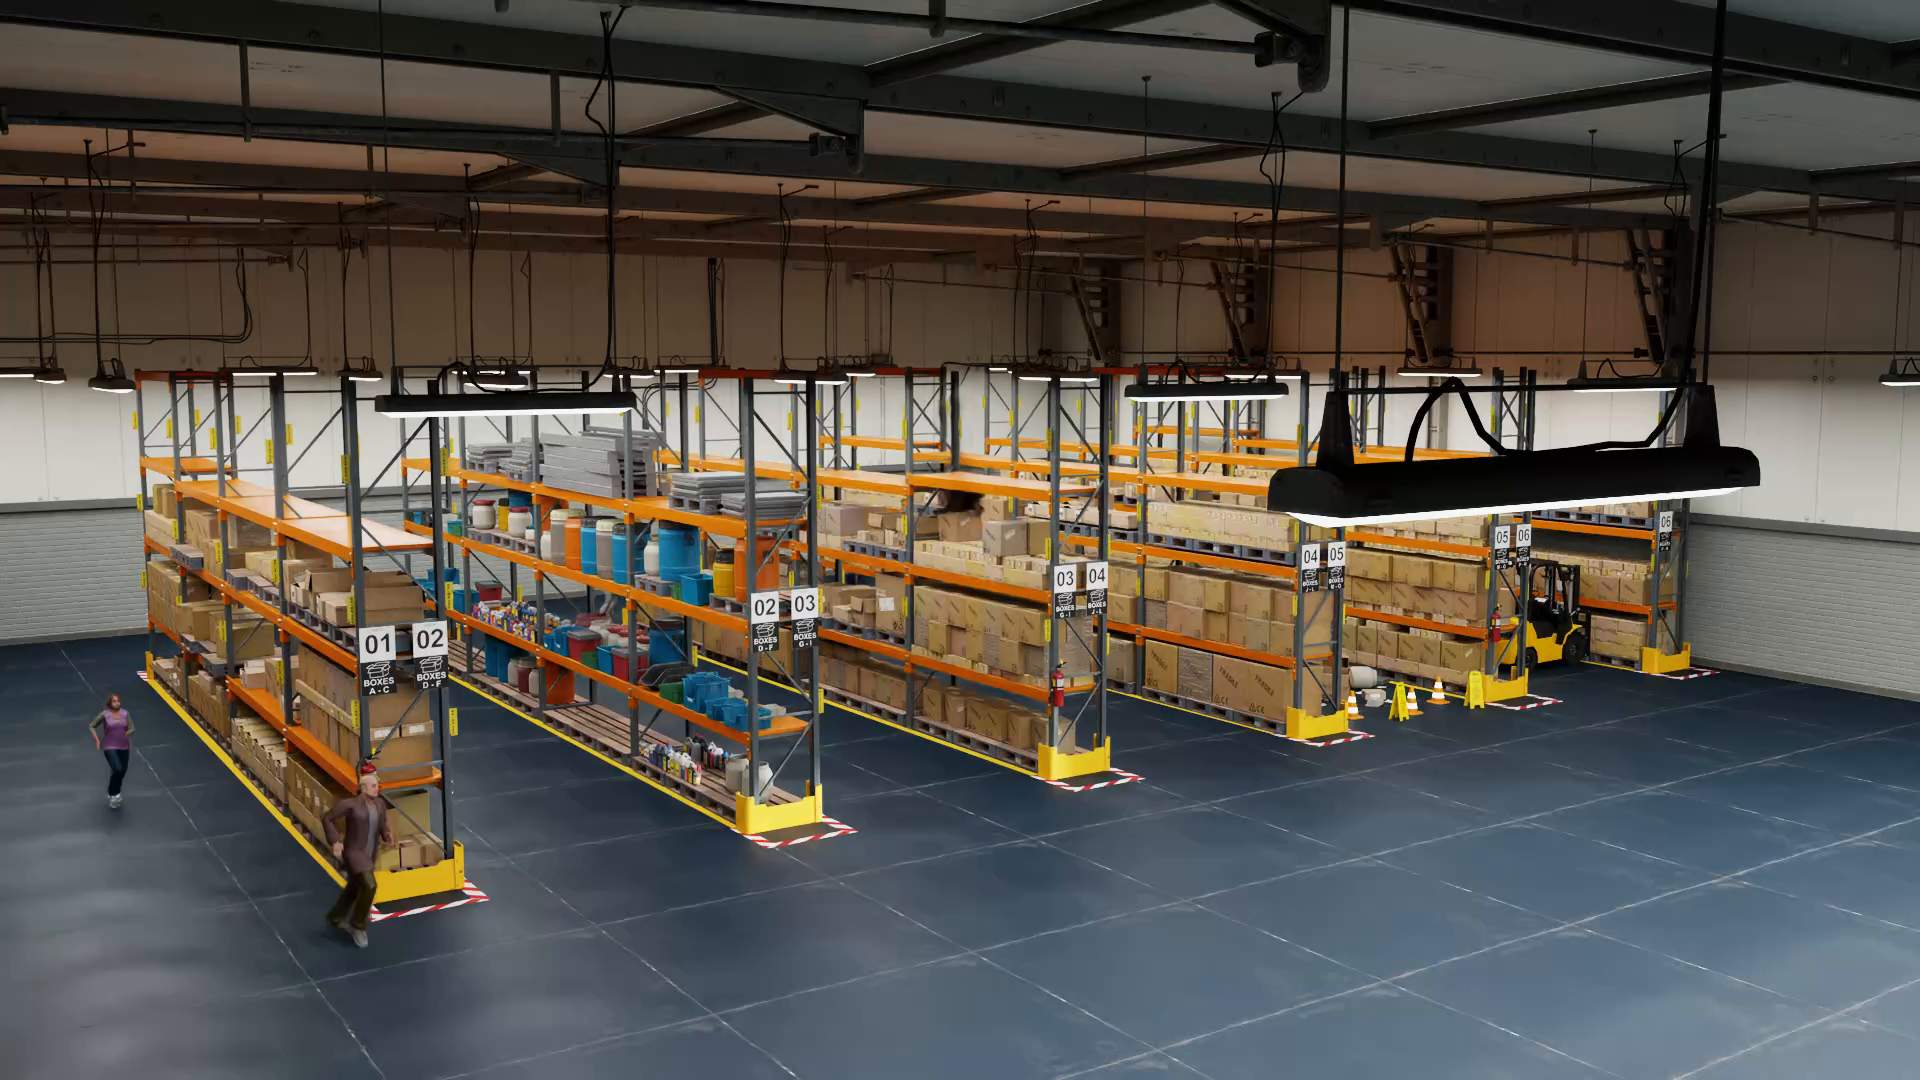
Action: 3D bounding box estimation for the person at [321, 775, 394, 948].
[{"bbox_3d":[-6.523,3.444,18.077,0.845,1.785,0.698,3,7,22],"label":"person"}]

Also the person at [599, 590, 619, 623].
[{"bbox_3d":[-8.165,1.190,38.670,0.675,1.629,0.558,-3,7,-26],"label":"person"}]

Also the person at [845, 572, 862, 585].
[{"bbox_3d":[-2.675,0.812,41.955,0.548,1.593,0.666,0,6,-3],"label":"person"}]

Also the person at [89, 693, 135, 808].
[{"bbox_3d":[-11.751,2.926,23.151,0.662,1.592,0.506,5,8,40],"label":"person"}]
